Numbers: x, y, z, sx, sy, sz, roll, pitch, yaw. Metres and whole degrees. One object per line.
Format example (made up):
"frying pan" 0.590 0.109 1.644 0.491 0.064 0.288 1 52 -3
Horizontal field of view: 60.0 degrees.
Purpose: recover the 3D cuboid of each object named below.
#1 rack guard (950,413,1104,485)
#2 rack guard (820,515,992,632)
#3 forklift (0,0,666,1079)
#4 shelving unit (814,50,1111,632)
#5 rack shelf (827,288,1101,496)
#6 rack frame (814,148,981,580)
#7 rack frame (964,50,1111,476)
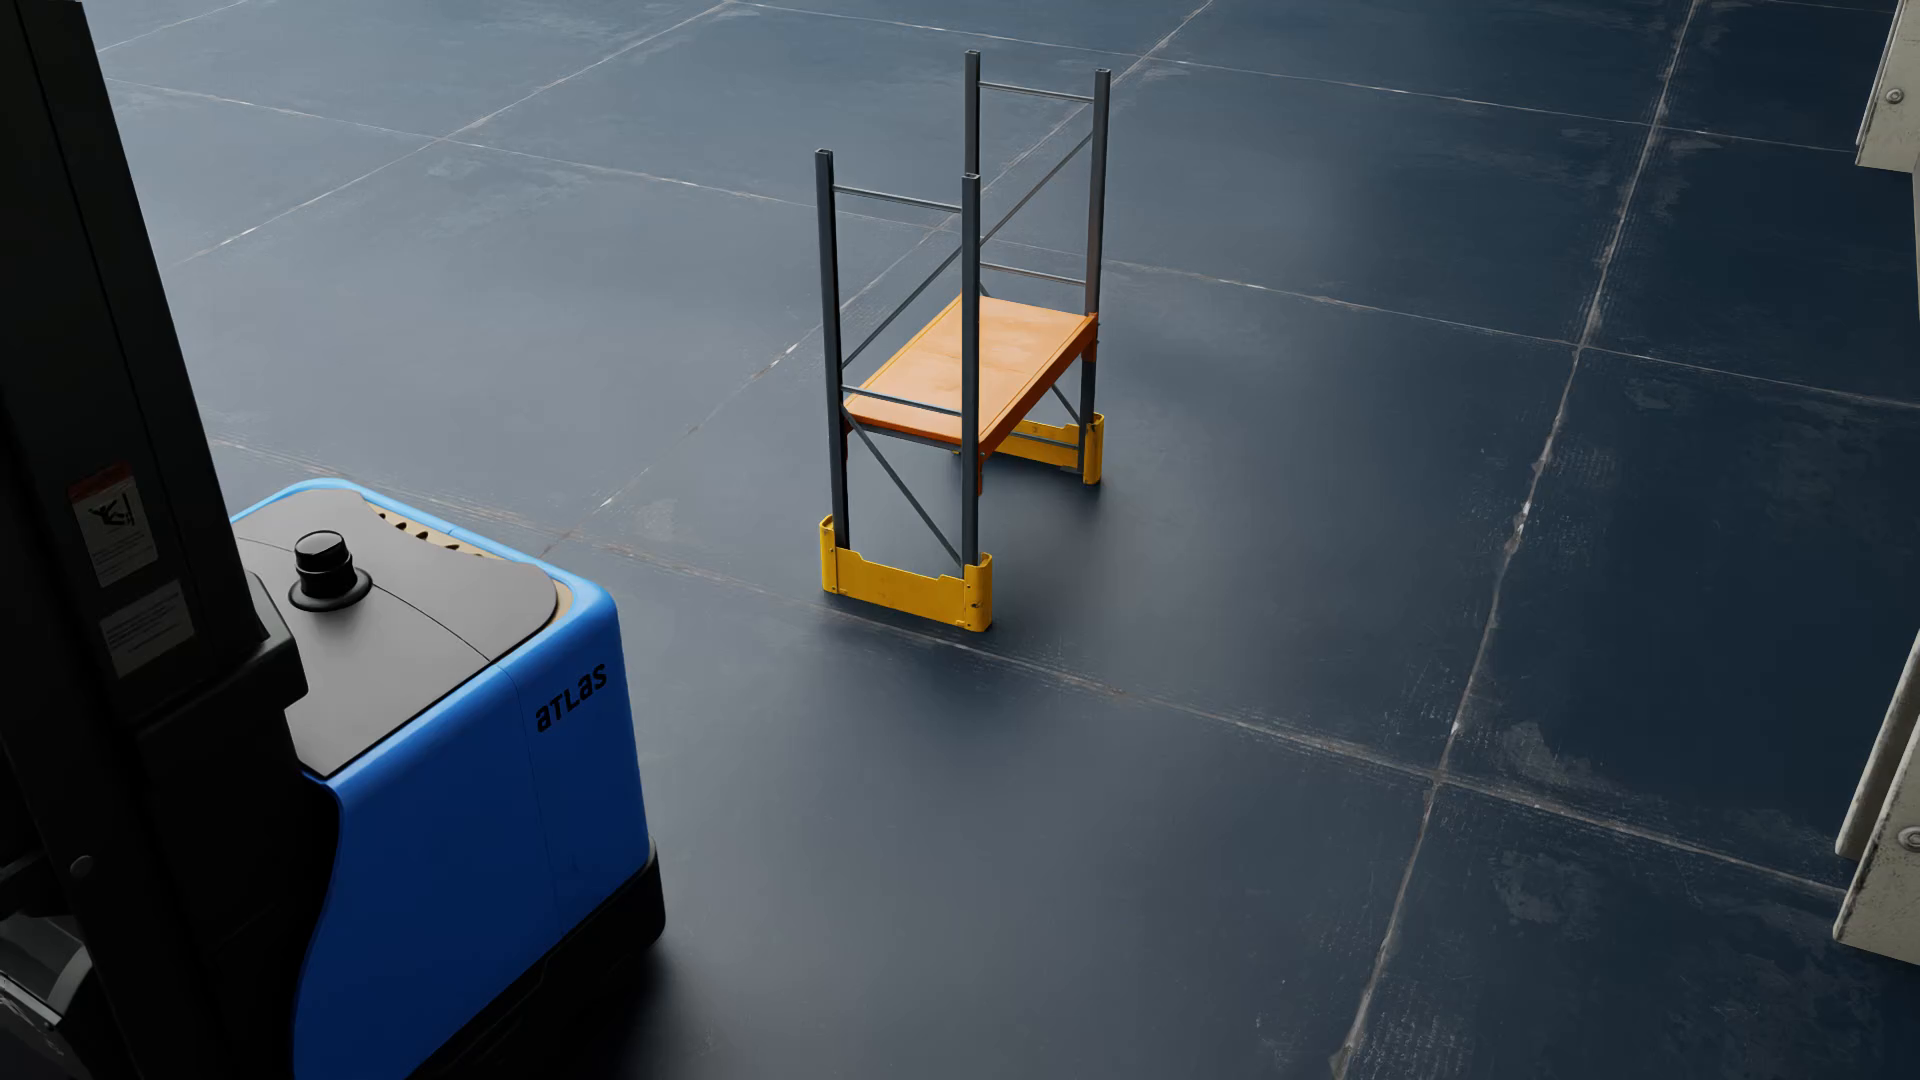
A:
"rack guard" 0.240 -0.391 6.118 0.587 0.250 0.087 14 36 20
"rack guard" -0.176 0.106 5.361 0.587 0.250 0.087 14 36 20
"forklift" -1.954 0.320 2.589 1.130 2.935 3.031 19 38 27
"shelving unit" 0.032 -0.665 5.397 0.587 1.500 1.083 14 36 20
"rack shelf" 0.036 -0.519 5.502 0.538 0.185 1.000 14 36 20
"rack frame" -0.177 -0.417 5.017 0.500 1.500 0.032 14 36 20
"rack frame" 0.248 -0.923 5.790 0.500 1.500 0.032 14 36 20
